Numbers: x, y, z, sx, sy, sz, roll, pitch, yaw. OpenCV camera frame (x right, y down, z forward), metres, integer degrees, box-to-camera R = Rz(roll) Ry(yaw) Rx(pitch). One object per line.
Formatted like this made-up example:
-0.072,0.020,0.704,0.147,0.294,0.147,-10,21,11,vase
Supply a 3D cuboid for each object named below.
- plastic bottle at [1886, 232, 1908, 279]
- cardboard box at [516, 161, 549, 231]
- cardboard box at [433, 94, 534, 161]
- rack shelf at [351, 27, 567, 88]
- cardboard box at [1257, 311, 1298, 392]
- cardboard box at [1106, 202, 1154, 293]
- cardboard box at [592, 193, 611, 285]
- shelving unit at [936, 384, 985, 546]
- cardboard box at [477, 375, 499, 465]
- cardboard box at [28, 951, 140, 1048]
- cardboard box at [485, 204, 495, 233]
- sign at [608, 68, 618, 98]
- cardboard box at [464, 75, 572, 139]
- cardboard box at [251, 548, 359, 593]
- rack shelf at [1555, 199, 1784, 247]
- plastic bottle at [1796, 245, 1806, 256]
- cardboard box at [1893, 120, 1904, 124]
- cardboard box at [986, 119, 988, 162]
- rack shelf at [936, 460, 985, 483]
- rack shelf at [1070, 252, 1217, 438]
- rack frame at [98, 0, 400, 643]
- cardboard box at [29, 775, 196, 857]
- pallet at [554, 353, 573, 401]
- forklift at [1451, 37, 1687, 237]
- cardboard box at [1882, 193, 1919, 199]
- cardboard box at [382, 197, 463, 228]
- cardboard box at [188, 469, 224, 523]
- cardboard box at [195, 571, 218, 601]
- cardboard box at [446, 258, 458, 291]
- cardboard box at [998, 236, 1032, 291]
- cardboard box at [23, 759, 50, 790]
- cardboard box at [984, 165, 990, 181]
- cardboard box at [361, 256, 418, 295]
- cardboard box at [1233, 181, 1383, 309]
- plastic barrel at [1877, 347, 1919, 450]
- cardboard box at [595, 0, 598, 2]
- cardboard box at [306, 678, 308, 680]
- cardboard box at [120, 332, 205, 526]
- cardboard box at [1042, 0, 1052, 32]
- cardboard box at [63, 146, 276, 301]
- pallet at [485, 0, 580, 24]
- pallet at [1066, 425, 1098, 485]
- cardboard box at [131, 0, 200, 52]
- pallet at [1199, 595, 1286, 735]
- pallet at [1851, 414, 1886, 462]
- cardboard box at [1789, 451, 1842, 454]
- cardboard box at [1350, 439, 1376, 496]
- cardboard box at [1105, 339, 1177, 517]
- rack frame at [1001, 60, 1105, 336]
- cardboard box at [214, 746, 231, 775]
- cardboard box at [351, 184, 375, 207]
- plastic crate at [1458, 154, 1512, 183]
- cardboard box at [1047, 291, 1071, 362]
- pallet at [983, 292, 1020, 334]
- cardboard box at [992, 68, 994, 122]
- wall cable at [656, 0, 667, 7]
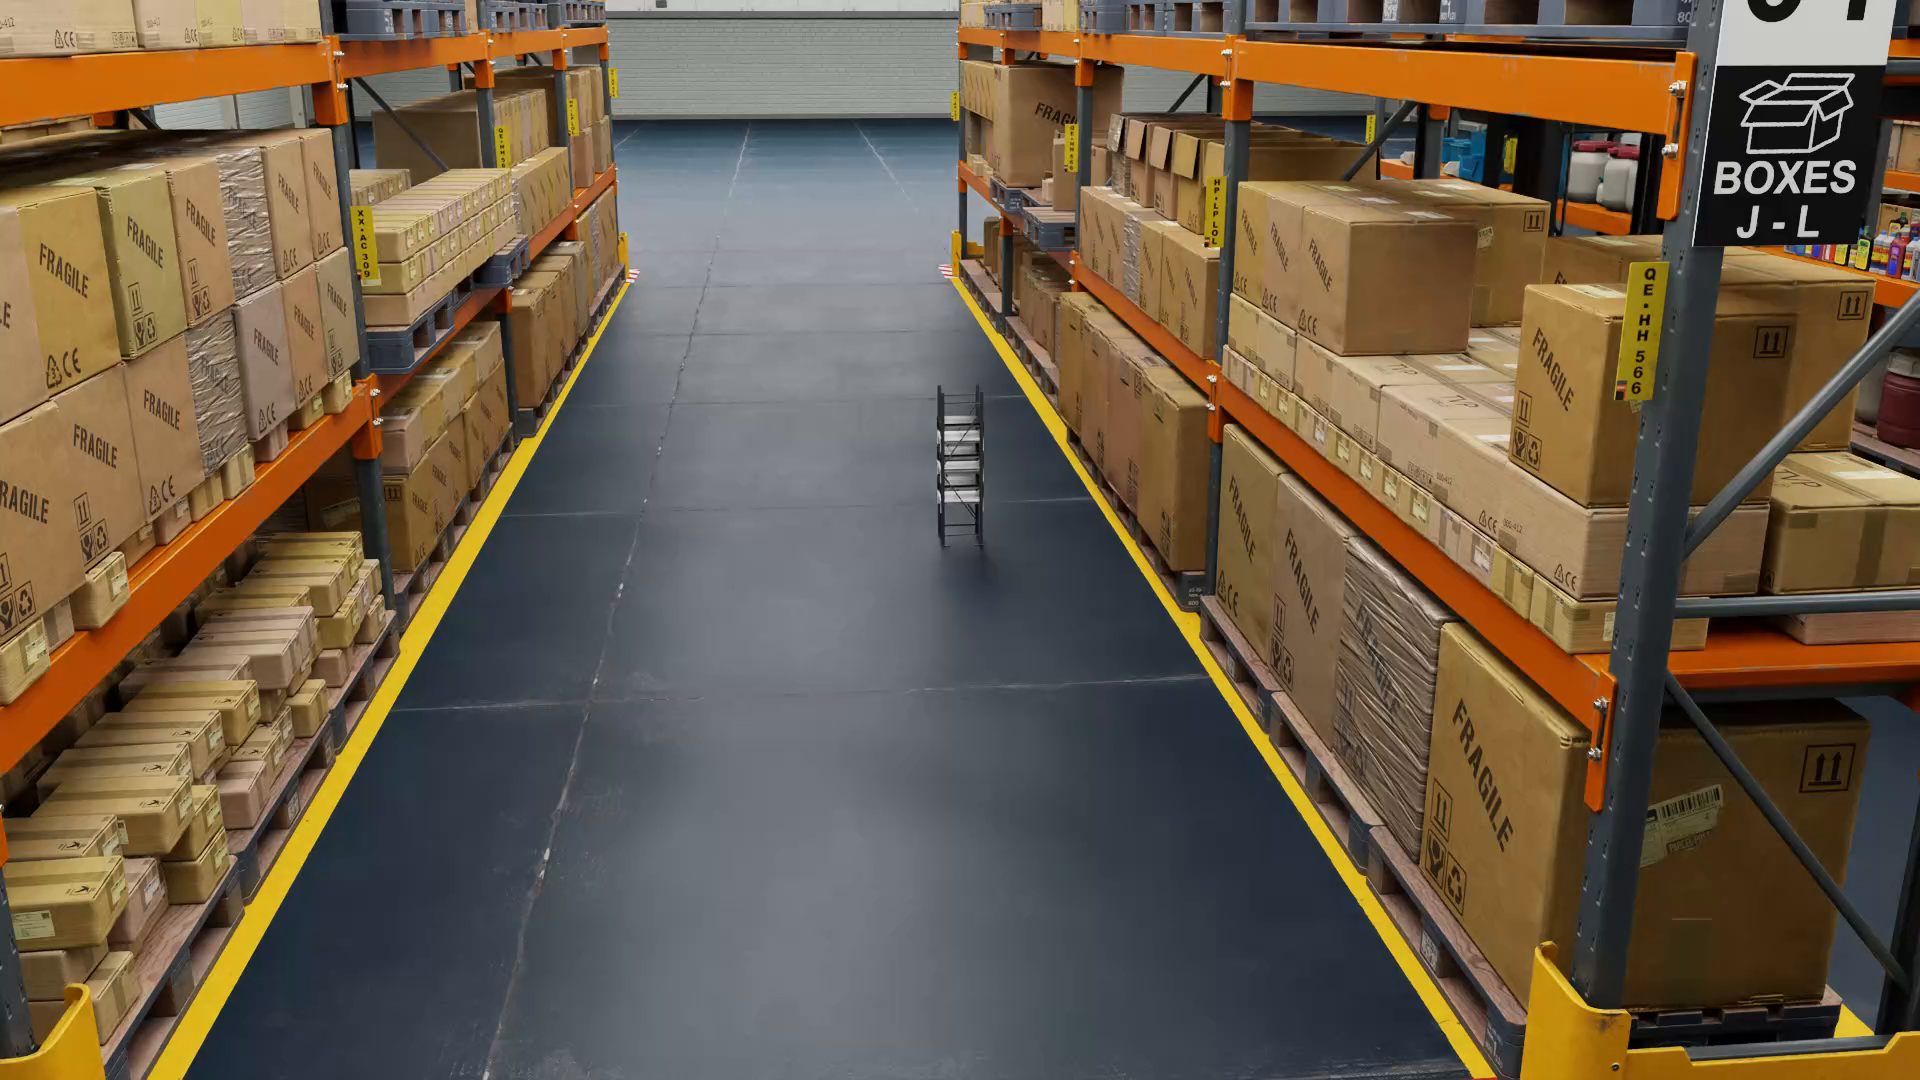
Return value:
6.037,-1.830,10.692,0.061,0.283,0.133,-2,18,-6,plastic bottle
-3.564,-2.734,13.210,0.500,0.500,0.500,-2,18,-6,cardboard box
-3.879,-3.359,13.531,0.700,0.500,0.500,-2,18,-5,cardboard box
-3.837,-3.777,12.895,1.077,0.370,4.000,-2,18,-6,rack shelf
1.560,-0.799,6.968,0.500,0.250,0.500,-2,18,-6,cardboard box
1.205,-1.805,10.252,0.500,0.500,0.500,-2,18,-7,cardboard box
-4.227,-3.202,17.714,0.875,0.875,0.875,-2,18,-7,cardboard box
0.001,-0.427,9.535,0.258,0.900,0.210,-2,18,-6,shelving unit
-3.253,-0.759,10.558,0.500,0.500,0.500,-1,17,-3,cardboard box
-2.541,1.284,4.639,0.380,0.149,0.250,-1,17,-5,cardboard box
-3.043,-1.951,10.104,0.380,0.149,0.250,-2,18,-6,cardboard box
-3.915,-5.155,18.761,0.100,0.325,0.005,-2,18,-6,sign
-4.047,-3.983,15.303,0.875,0.550,0.550,-2,18,-6,cardboard box
-2.857,0.147,7.267,0.380,0.149,0.250,-2,17,-5,cardboard box
6.034,-2.622,14.224,1.077,0.370,4.000,-2,18,-6,rack shelf
5.948,-2.134,11.682,0.097,0.271,0.097,0,17,0,plastic bottle
10.354,-4.602,18.079,0.380,0.149,0.250,-1,17,-4,cardboard box
0.737,-4.180,17.321,0.875,0.500,0.500,-2,18,-6,cardboard box
0.001,-0.395,9.545,0.258,0.077,0.200,-2,18,-6,rack shelf
1.520,-1.278,9.940,1.077,0.370,4.000,-2,18,-6,rack shelf
-3.218,-0.902,7.542,1.000,3.000,0.127,-2,18,-6,rack frame
-2.568,0.842,5.053,0.380,0.149,0.250,-2,18,-6,cardboard box
-3.760,-1.363,13.667,1.003,0.211,1.213,-2,18,-6,pallet
3.506,-1.596,9.867,1.130,2.935,3.031,-1,17,-3,forklift
10.811,-3.703,19.103,0.500,0.500,0.500,-2,18,-6,cardboard box
-2.936,-1.783,9.074,0.380,0.149,0.250,-1,17,-4,cardboard box
-2.725,-0.160,5.599,0.380,0.149,0.250,-1,17,-4,cardboard box
-3.344,0.241,6.967,0.380,0.149,0.250,-2,18,-6,cardboard box
-2.909,-1.422,8.916,0.380,0.149,0.250,-3,18,-8,cardboard box
0.690,-2.890,17.346,0.500,0.500,0.500,-3,18,-11,cardboard box
-3.265,0.851,5.522,0.380,0.149,0.250,-2,17,-5,cardboard box
0.446,-3.791,17.164,0.380,0.149,0.250,-2,18,-6,cardboard box
-2.801,-1.256,7.891,0.380,0.149,0.250,-1,17,-5,cardboard box
1.521,-1.303,7.320,0.500,0.500,0.500,-2,18,-6,cardboard box
6.424,-0.938,10.982,0.600,0.588,0.708,-2,18,-6,plastic barrel
-4.007,-5.721,17.436,0.380,0.149,0.250,-2,18,-5,cardboard box
-2.897,0.603,6.807,0.380,0.149,0.250,-2,18,-7,cardboard box
-2.696,-0.347,5.111,0.500,0.500,0.500,-2,17,-5,cardboard box
0.907,-4.008,12.677,0.500,0.250,0.500,-1,17,-4,cardboard box
-2.803,-1.130,5.936,0.500,0.500,0.500,-1,17,-4,cardboard box
-4.117,-4.918,15.476,1.003,0.211,1.213,-2,18,-6,pallet
1.320,-0.649,11.392,1.003,0.211,1.213,-2,18,-6,pallet
-2.756,-1.676,5.249,0.500,0.250,0.500,-2,18,-6,cardboard box
1.726,0.534,7.623,1.003,0.211,1.213,-2,18,-6,pallet
6.363,-0.806,11.891,1.003,0.211,1.213,-2,18,-6,pallet
2.297,-0.210,5.091,0.500,0.250,0.500,-2,18,-6,cardboard box
1.617,-0.265,5.932,0.380,0.149,0.250,-1,17,-5,cardboard box
1.547,-0.668,9.643,1.225,0.875,0.875,-2,18,-8,cardboard box
0.901,-3.409,15.526,1.000,3.000,0.127,-2,18,-6,rack frame
-2.799,0.755,5.827,0.380,0.149,0.250,-1,17,-3,cardboard box
-3.668,-2.002,9.770,0.380,0.149,0.250,-1,17,-3,cardboard box
5.443,-3.812,17.060,0.499,0.251,0.616,-2,18,-6,plastic crate
1.089,-1.767,13.735,0.700,0.500,0.500,0,17,-1,cardboard box
0.796,-2.277,16.578,1.003,0.211,1.213,-2,18,-6,pallet
0.581,-4.201,15.717,0.500,0.500,0.500,-2,18,-6,cardboard box
-7.769,-18.534,48.013,2.305,6.003,0.169,-2,18,-6,wall cable
